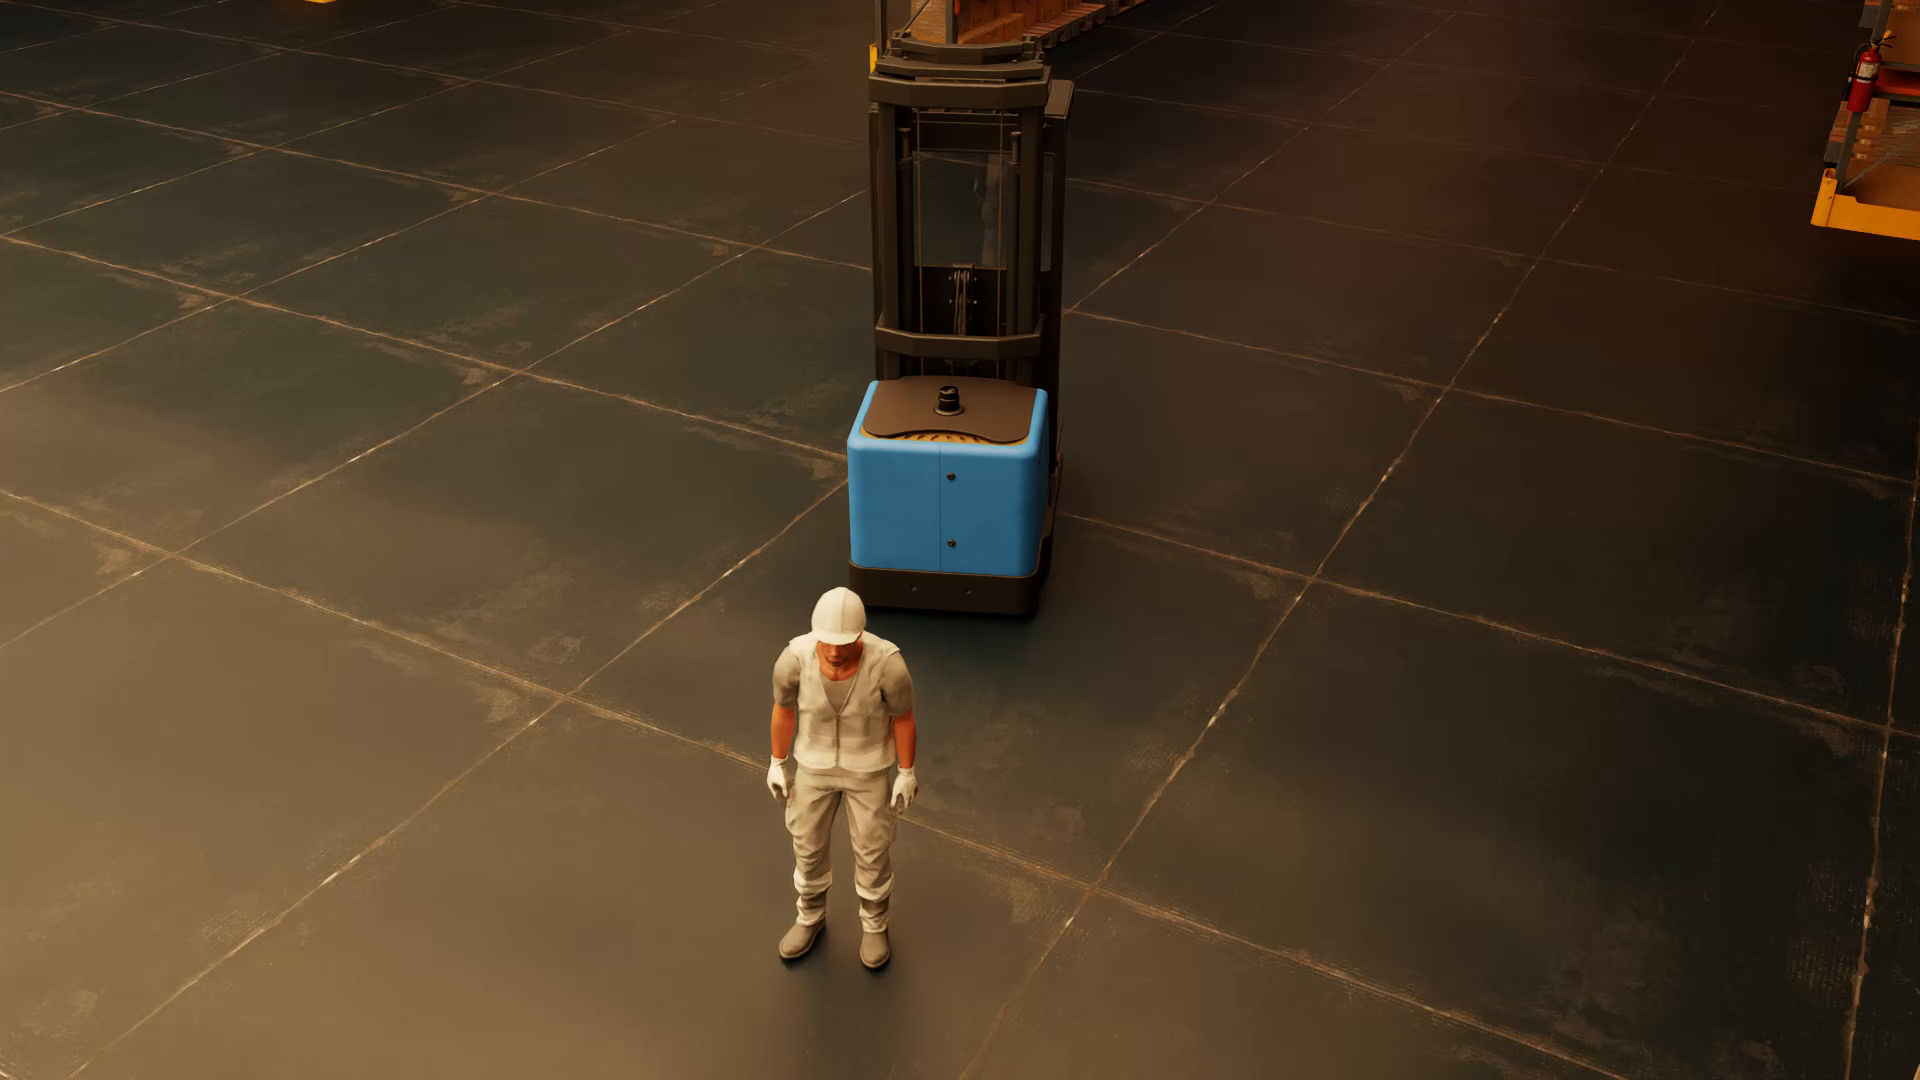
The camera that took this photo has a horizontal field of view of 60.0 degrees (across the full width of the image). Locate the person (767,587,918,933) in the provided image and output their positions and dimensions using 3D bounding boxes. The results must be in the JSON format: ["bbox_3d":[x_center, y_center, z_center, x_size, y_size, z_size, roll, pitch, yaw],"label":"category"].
[{"bbox_3d":[-0.469,0.905,6.603,0.609,1.719,0.453,3,30,6],"label":"person"}]

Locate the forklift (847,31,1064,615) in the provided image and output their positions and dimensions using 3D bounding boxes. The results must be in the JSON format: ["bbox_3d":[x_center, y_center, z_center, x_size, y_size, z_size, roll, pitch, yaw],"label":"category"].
[{"bbox_3d":[0.072,-1.572,9.794,1.130,2.935,3.031,3,30,6],"label":"forklift"}]
